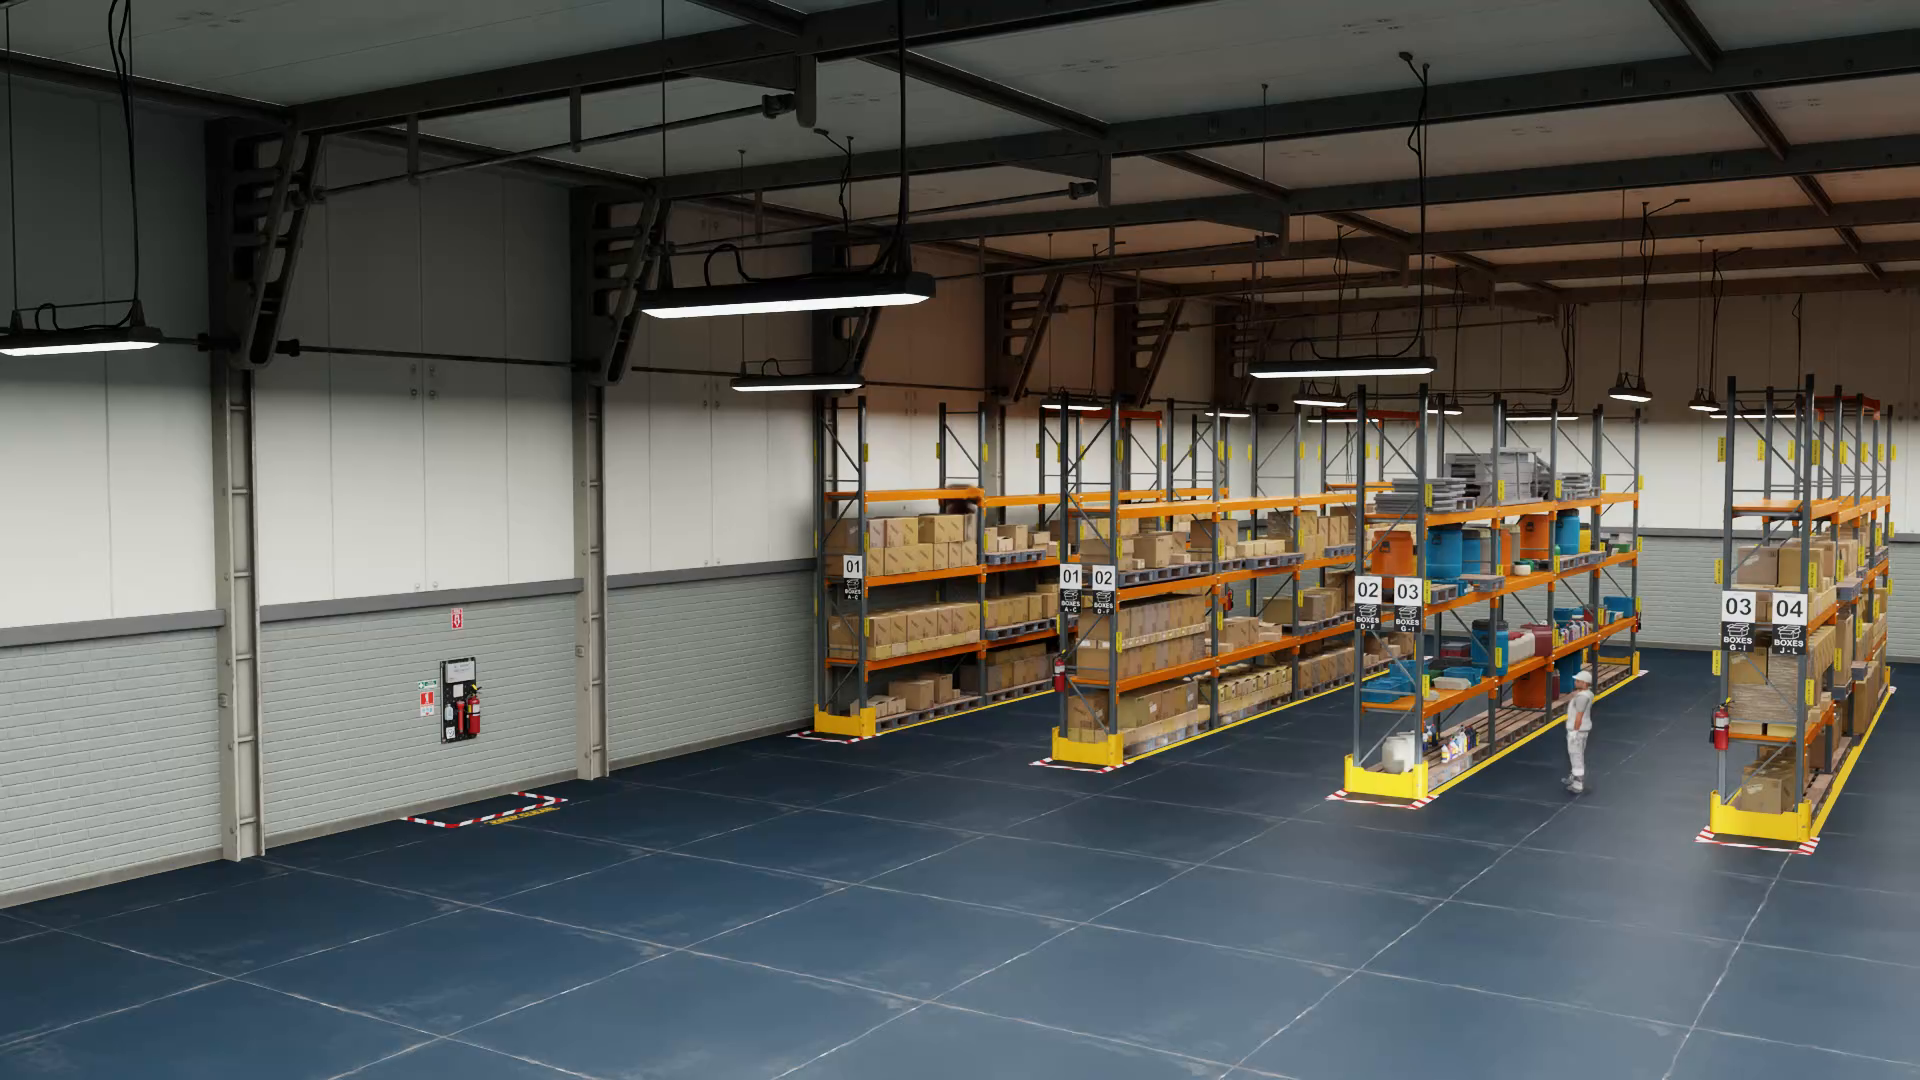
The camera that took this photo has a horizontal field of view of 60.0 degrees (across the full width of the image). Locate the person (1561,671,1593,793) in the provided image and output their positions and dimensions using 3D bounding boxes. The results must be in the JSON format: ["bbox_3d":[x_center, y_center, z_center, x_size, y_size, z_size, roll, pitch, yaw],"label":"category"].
[{"bbox_3d":[9.117,2.820,24.699,0.583,1.789,0.615,-3,4,-42],"label":"person"}]
